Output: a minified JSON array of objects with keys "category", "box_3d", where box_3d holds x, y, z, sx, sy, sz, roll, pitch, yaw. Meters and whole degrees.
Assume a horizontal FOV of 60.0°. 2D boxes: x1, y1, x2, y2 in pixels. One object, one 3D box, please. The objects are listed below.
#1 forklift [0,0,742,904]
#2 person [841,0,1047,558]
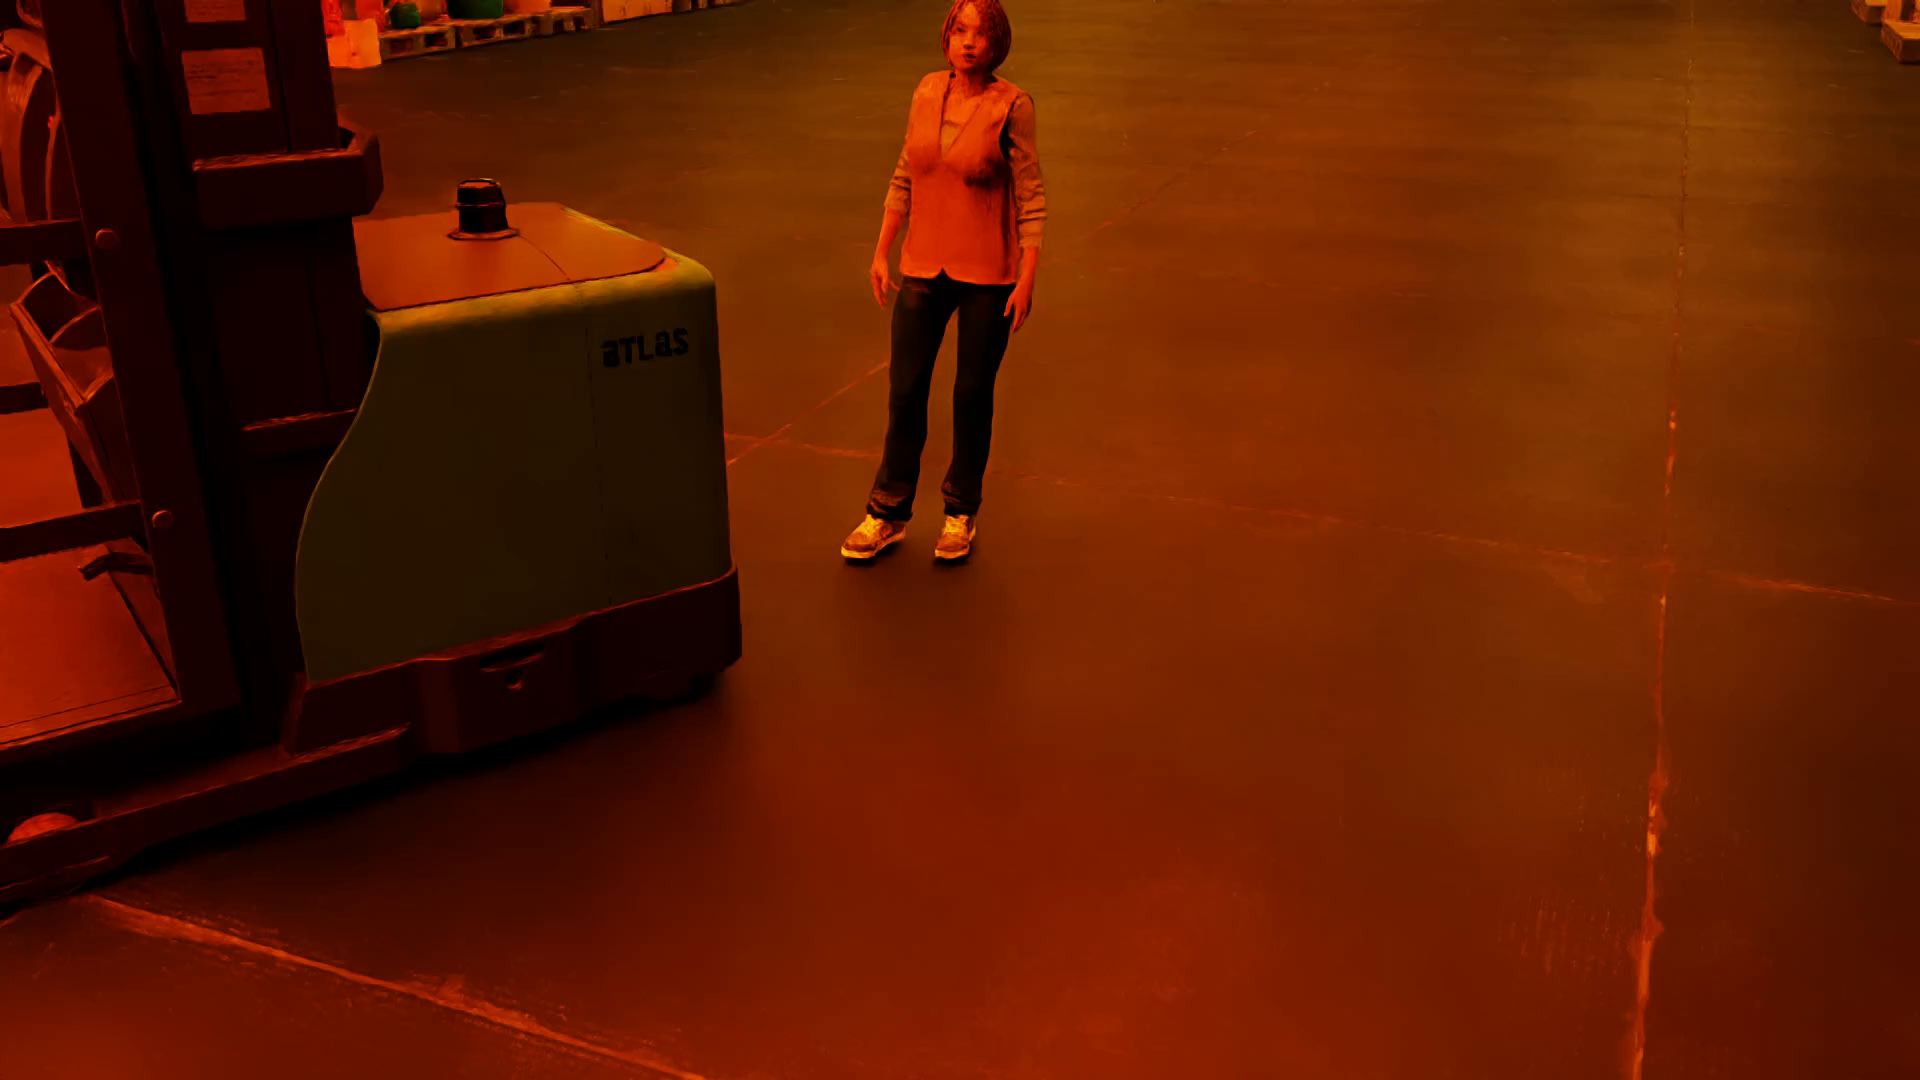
[{"category":"forklift","box_3d":[-2.052,-0.818,3.249,3.031,2.935,1.130,-15,27,-32]},{"category":"person","box_3d":[-0.041,-0.719,4.724,0.520,1.597,0.474,9,24,21]}]
